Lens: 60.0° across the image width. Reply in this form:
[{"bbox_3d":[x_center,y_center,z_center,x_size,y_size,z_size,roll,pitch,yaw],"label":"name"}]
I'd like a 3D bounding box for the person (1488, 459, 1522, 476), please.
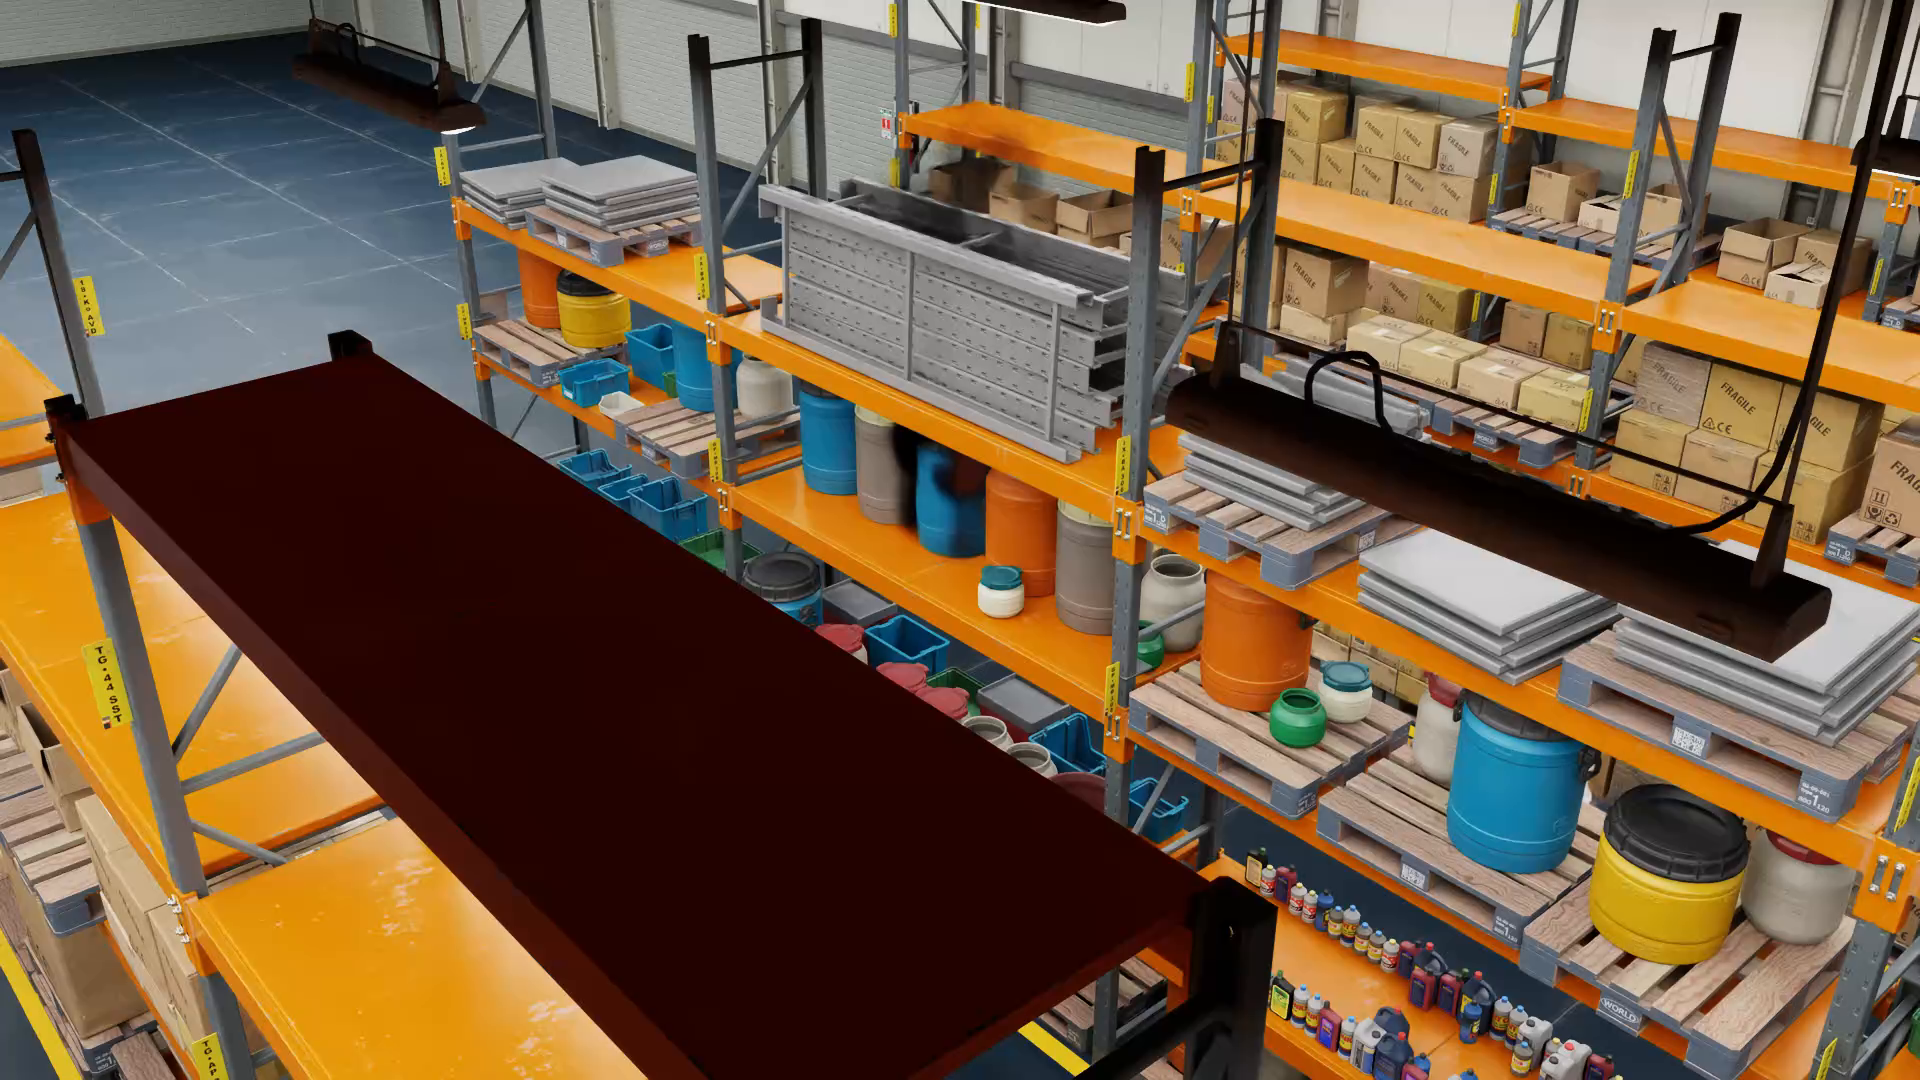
[{"bbox_3d":[5.487,-0.546,16.771,0.904,1.655,0.592,14,30,25],"label":"person"}]

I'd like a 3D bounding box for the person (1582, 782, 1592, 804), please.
[{"bbox_3d":[4.212,1.887,11.901,0.791,1.515,0.631,24,36,39],"label":"person"}]
